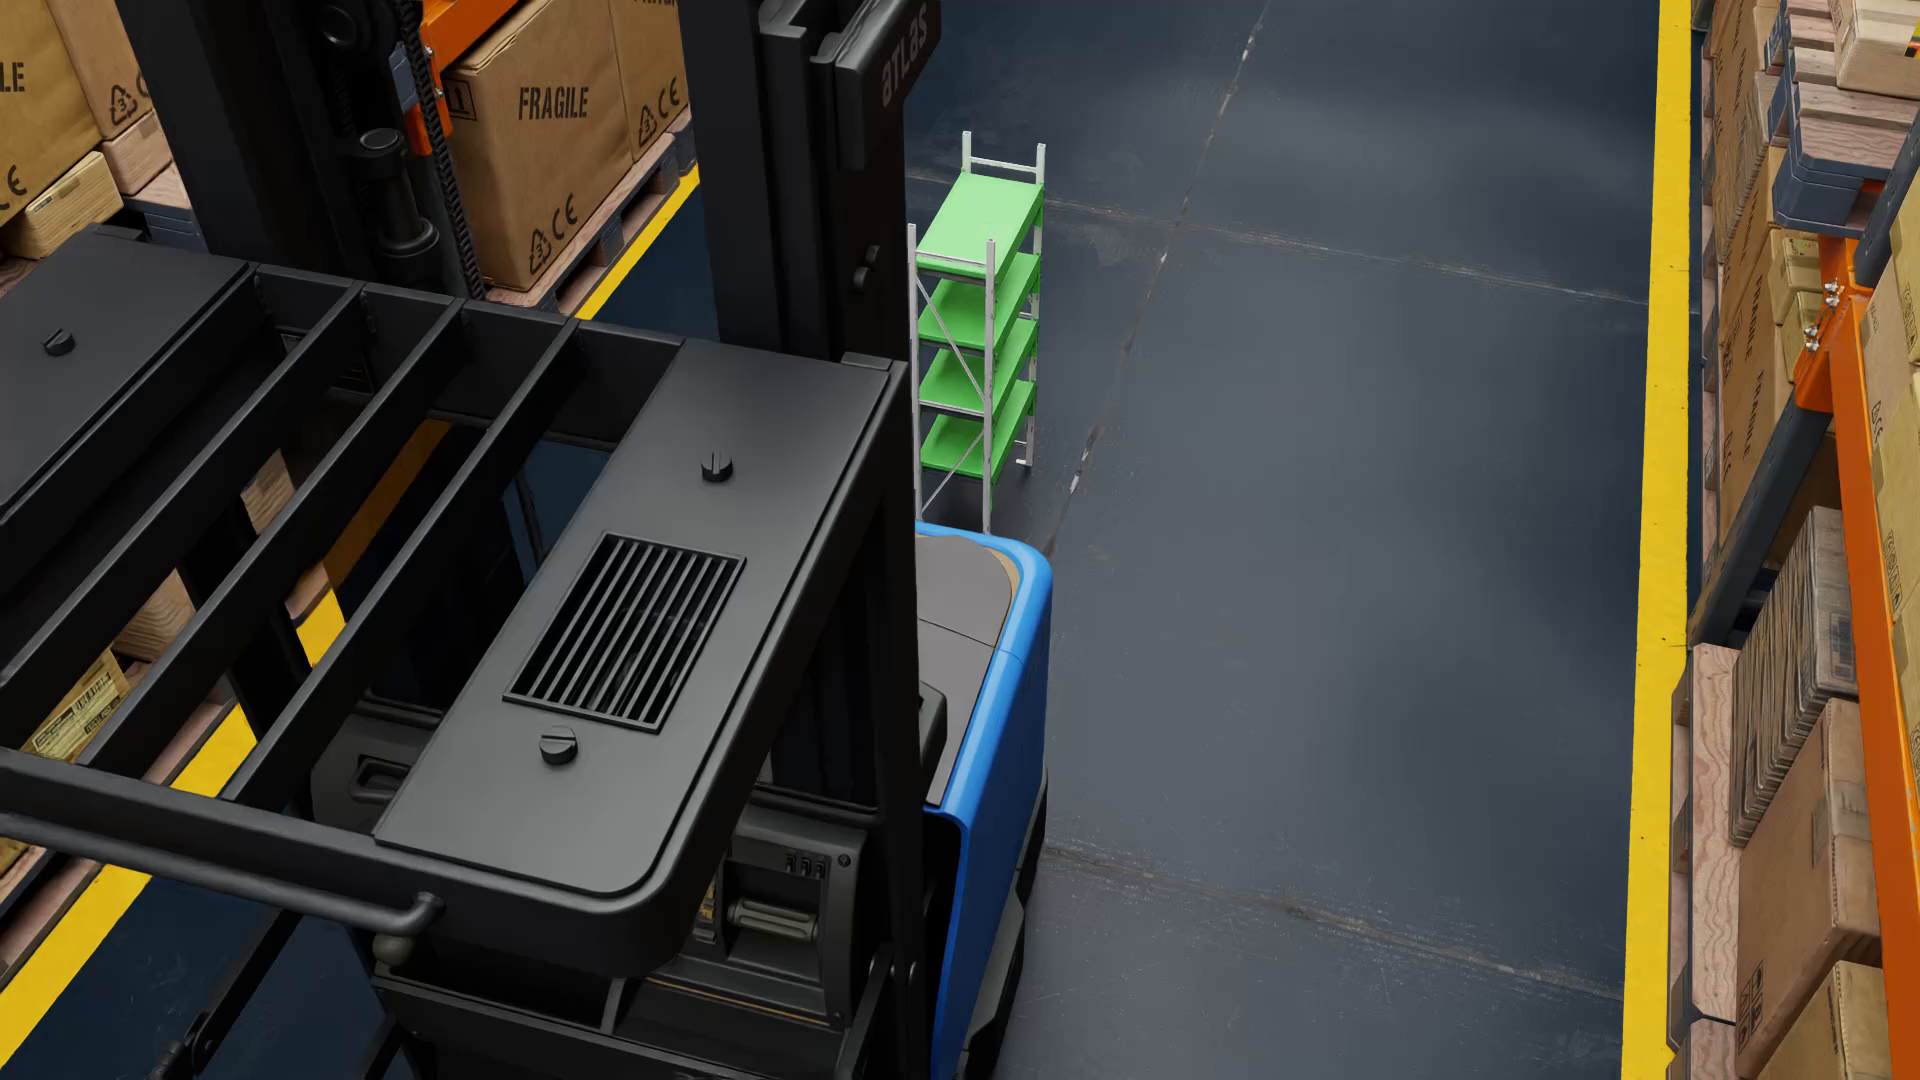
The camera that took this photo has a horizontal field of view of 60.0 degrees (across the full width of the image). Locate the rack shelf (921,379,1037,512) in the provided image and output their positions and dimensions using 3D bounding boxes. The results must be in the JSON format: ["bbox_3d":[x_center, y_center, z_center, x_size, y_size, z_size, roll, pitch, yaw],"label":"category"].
[{"bbox_3d":[0.050,-0.322,5.156,0.258,0.148,0.480,13,46,13],"label":"rack shelf"}]

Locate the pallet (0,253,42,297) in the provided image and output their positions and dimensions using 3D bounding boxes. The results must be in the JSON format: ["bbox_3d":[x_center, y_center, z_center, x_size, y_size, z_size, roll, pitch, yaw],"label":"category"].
[{"bbox_3d":[-2.652,-0.326,3.576,1.003,0.211,1.213,13,46,13],"label":"pallet"}]

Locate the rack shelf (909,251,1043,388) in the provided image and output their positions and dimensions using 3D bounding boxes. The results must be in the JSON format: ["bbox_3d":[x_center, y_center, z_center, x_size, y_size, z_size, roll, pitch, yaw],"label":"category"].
[{"bbox_3d":[0.050,-0.665,4.820,0.258,0.148,0.480,13,46,13],"label":"rack shelf"}]

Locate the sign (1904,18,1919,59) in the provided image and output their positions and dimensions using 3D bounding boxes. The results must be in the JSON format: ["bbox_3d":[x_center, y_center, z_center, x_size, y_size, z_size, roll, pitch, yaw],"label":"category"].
[{"bbox_3d":[2.120,-1.168,3.528,0.100,0.325,0.005,13,46,13],"label":"sign"}]

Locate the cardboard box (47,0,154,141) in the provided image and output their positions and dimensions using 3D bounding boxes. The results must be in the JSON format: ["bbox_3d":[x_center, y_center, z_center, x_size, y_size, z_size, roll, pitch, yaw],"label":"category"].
[{"bbox_3d":[-2.111,-1.306,3.856,0.500,0.500,0.500,12,46,12],"label":"cardboard box"}]

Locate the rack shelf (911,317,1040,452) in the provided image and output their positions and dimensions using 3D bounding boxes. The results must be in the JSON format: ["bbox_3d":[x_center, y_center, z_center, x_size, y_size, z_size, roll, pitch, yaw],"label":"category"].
[{"bbox_3d":[0.050,-0.494,4.988,0.258,0.148,0.480,13,46,13],"label":"rack shelf"}]

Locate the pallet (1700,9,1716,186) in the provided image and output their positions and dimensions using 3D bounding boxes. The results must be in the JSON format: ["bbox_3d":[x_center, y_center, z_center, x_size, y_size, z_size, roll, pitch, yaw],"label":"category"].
[{"bbox_3d":[3.641,-1.793,6.932,1.003,0.211,1.213,13,46,13],"label":"pallet"}]

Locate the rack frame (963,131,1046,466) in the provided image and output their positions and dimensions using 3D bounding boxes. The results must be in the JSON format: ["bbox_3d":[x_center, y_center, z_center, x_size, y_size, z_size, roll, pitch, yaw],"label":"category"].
[{"bbox_3d":[0.124,-0.702,5.109,0.240,1.200,0.015,13,46,13],"label":"rack frame"}]

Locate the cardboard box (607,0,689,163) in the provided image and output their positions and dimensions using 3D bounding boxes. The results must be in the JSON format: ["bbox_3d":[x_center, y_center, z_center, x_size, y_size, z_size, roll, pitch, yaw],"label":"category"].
[{"bbox_3d":[-1.529,-2.150,6.521,0.875,0.875,0.875,13,46,13],"label":"cardboard box"}]

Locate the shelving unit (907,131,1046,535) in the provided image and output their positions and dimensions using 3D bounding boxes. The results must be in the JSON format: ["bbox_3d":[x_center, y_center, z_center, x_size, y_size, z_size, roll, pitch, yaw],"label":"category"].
[{"bbox_3d":[0.050,-0.539,4.943,0.258,1.200,0.503,13,46,13],"label":"shelving unit"}]

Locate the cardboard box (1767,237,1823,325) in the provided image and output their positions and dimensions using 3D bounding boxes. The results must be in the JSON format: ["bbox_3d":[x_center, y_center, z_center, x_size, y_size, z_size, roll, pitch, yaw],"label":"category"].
[{"bbox_3d":[2.601,-0.734,4.879,0.380,0.149,0.250,10,45,10],"label":"cardboard box"}]

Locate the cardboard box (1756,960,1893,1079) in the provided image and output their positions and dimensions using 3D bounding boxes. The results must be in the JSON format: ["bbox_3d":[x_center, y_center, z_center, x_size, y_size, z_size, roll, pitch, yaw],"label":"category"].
[{"bbox_3d":[2.044,1.323,3.150,0.875,0.625,0.625,11,45,11],"label":"cardboard box"}]

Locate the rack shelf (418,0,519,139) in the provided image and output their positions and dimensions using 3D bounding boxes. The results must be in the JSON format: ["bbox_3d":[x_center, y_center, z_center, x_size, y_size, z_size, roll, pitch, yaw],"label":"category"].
[{"bbox_3d":[-1.486,-2.799,6.480,1.077,0.370,4.000,13,46,13],"label":"rack shelf"}]

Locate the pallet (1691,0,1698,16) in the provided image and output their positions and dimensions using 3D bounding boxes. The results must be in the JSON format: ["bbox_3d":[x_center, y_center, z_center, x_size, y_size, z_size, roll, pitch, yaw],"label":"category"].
[{"bbox_3d":[4.060,-2.801,7.962,1.003,0.211,1.213,13,46,13],"label":"pallet"}]

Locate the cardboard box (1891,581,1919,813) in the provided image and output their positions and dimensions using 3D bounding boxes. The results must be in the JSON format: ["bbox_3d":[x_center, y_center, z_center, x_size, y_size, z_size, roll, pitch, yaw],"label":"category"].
[{"bbox_3d":[1.966,0.303,2.903,0.500,0.250,0.500,11,45,11],"label":"cardboard box"}]

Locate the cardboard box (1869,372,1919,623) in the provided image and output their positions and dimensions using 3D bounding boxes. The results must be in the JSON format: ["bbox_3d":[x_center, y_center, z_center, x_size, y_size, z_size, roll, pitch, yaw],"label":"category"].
[{"bbox_3d":[2.116,-0.042,3.256,0.500,0.250,0.500,12,46,12],"label":"cardboard box"}]

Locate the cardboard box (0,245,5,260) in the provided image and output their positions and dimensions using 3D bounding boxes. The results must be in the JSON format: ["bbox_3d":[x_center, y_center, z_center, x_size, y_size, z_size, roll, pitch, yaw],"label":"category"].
[{"bbox_3d":[-2.363,-0.650,3.649,0.380,0.149,0.250,13,46,13],"label":"cardboard box"}]

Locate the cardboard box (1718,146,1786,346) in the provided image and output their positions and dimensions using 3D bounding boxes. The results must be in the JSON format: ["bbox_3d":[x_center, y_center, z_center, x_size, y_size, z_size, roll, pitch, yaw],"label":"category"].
[{"bbox_3d":[2.881,-0.939,5.552,0.500,0.500,0.500,14,46,14],"label":"cardboard box"}]

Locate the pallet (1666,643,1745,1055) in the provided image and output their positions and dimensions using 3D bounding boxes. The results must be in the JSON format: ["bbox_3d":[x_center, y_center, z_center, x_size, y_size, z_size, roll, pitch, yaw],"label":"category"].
[{"bbox_3d":[2.353,0.863,4.217,1.003,0.211,1.213,13,46,13],"label":"pallet"}]

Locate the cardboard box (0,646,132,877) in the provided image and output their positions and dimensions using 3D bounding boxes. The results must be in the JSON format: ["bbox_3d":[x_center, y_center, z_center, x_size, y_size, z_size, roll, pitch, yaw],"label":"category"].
[{"bbox_3d":[-2.723,0.439,4.236,0.950,0.372,0.625,14,46,14],"label":"cardboard box"}]

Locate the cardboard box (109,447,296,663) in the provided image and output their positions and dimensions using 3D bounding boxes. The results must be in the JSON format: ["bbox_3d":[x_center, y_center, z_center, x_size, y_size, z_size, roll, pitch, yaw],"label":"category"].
[{"bbox_3d":[-2.488,-0.066,4.751,0.950,0.372,0.625,12,46,12],"label":"cardboard box"}]

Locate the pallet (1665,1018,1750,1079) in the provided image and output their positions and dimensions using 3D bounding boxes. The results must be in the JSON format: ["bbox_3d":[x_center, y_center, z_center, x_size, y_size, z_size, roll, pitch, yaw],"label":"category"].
[{"bbox_3d":[1.982,1.674,3.389,1.003,0.211,1.213,13,46,13],"label":"pallet"}]

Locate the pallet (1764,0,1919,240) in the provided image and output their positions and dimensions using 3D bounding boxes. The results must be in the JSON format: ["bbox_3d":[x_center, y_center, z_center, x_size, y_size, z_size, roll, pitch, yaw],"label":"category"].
[{"bbox_3d":[2.778,-1.072,4.338,1.213,0.211,1.003,13,46,13],"label":"pallet"}]

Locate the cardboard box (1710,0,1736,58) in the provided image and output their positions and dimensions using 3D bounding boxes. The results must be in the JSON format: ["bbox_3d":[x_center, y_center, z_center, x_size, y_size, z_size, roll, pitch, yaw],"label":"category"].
[{"bbox_3d":[3.490,-2.322,6.965,0.500,0.500,0.500,14,46,14],"label":"cardboard box"}]

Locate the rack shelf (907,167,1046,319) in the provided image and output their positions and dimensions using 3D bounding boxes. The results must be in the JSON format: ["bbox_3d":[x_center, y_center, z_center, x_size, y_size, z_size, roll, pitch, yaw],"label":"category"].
[{"bbox_3d":[0.050,-0.837,4.652,0.258,0.148,0.480,13,46,13],"label":"rack shelf"}]

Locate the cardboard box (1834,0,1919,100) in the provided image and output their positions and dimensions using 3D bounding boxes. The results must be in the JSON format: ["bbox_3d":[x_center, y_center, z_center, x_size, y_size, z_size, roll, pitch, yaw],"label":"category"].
[{"bbox_3d":[2.473,-1.254,4.266,0.380,0.149,0.250,13,46,13],"label":"cardboard box"}]

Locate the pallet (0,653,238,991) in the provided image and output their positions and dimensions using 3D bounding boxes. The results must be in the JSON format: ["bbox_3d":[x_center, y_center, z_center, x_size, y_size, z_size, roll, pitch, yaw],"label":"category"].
[{"bbox_3d":[-2.701,0.605,4.481,1.003,0.211,1.213,13,46,13],"label":"pallet"}]

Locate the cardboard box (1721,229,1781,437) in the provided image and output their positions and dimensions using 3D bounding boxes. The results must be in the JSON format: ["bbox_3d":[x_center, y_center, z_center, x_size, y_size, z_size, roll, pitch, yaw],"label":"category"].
[{"bbox_3d":[2.725,-0.590,5.195,0.500,0.500,0.500,12,46,12],"label":"cardboard box"}]

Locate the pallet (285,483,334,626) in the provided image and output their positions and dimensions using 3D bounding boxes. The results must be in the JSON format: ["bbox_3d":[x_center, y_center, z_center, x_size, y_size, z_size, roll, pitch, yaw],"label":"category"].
[{"bbox_3d":[-2.330,-0.206,5.309,1.003,0.211,1.213,13,46,13],"label":"pallet"}]

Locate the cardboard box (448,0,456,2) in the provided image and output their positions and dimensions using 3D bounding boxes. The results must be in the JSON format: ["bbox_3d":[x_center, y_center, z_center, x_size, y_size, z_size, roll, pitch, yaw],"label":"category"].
[{"bbox_3d":[-1.704,-1.942,5.197,0.500,0.250,0.500,12,46,12],"label":"cardboard box"}]

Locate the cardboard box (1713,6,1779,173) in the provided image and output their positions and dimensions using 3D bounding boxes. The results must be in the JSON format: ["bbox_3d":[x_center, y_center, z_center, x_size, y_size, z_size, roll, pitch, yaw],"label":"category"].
[{"bbox_3d":[3.183,-1.633,6.262,0.500,0.500,0.500,11,45,11],"label":"cardboard box"}]

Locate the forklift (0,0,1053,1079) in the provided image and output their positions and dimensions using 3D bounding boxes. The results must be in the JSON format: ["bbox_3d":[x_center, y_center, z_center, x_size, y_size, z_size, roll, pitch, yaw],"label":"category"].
[{"bbox_3d":[-0.660,0.637,2.503,1.130,2.935,3.031,11,45,11],"label":"forklift"}]

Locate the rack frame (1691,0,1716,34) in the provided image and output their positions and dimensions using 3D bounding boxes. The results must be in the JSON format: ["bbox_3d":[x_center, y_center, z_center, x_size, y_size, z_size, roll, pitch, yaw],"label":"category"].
[{"bbox_3d":[3.851,-3.340,6.519,1.000,3.000,0.127,13,46,13],"label":"rack frame"}]

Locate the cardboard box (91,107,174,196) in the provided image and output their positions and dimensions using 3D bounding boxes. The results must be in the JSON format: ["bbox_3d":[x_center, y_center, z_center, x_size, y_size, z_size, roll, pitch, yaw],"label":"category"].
[{"bbox_3d":[-2.097,-0.977,3.983,0.380,0.149,0.250,11,45,11],"label":"cardboard box"}]

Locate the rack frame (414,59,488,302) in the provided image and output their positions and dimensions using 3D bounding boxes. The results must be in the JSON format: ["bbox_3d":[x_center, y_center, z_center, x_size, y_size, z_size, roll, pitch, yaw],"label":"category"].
[{"bbox_3d":[-2.092,-1.723,4.866,1.000,3.000,0.127,13,46,13],"label":"rack frame"}]

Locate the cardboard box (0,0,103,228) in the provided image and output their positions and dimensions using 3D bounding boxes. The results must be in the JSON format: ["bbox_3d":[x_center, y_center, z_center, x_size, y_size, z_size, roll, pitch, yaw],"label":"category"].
[{"bbox_3d":[-2.262,-0.970,3.512,0.500,0.500,0.500,10,45,10],"label":"cardboard box"}]

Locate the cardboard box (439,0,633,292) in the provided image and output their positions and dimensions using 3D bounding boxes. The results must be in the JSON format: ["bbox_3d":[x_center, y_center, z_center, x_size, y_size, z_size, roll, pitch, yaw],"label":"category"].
[{"bbox_3d":[-1.803,-1.556,5.915,0.875,0.875,0.875,12,46,12],"label":"cardboard box"}]

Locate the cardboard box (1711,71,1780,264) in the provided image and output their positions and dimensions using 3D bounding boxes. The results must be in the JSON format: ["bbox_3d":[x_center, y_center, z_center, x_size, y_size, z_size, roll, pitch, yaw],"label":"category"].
[{"bbox_3d":[3.020,-1.289,5.910,0.500,0.500,0.500,11,45,11],"label":"cardboard box"}]

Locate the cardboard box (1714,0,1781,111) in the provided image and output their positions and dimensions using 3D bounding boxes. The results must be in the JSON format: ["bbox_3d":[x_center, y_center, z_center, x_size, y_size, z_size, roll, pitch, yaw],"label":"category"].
[{"bbox_3d":[3.338,-1.965,6.601,0.500,0.500,0.500,12,46,12],"label":"cardboard box"}]

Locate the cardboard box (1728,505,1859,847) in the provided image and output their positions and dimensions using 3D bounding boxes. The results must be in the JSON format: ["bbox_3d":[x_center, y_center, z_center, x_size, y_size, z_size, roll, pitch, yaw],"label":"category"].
[{"bbox_3d":[2.438,0.437,4.056,0.875,0.625,0.625,14,46,14],"label":"cardboard box"}]

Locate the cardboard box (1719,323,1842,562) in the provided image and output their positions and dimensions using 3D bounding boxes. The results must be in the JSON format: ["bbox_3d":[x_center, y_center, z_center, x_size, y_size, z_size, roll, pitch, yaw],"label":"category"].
[{"bbox_3d":[2.563,-0.258,4.856,0.500,0.500,0.500,14,46,14],"label":"cardboard box"}]

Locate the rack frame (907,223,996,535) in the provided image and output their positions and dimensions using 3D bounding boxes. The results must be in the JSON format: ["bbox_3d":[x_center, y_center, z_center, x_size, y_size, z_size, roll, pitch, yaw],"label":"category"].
[{"bbox_3d":[-0.024,-0.377,4.777,0.240,1.200,0.015,13,46,13],"label":"rack frame"}]

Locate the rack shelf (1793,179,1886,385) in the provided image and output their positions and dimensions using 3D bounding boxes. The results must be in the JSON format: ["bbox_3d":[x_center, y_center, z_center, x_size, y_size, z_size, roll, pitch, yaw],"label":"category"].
[{"bbox_3d":[3.246,-1.750,5.408,1.077,0.370,4.000,13,46,13],"label":"rack shelf"}]

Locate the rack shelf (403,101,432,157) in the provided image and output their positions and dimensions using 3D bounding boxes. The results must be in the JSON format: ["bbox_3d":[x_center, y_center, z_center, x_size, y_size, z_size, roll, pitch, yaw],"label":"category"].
[{"bbox_3d":[-2.698,-0.133,3.755,1.077,0.370,4.000,13,46,13],"label":"rack shelf"}]

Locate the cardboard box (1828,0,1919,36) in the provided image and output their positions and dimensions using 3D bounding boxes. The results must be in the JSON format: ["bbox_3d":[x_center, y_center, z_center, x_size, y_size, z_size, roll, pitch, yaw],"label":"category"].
[{"bbox_3d":[2.651,-1.542,4.488,0.500,0.250,0.500,11,45,11],"label":"cardboard box"}]

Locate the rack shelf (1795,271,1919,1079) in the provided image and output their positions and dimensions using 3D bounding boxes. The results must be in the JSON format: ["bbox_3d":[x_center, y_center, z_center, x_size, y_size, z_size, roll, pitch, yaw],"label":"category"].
[{"bbox_3d":[2.034,0.916,2.683,1.077,0.370,4.000,13,46,13],"label":"rack shelf"}]

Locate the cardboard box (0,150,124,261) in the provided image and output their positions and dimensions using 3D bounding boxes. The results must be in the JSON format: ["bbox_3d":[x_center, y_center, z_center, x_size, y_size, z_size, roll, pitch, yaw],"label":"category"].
[{"bbox_3d":[-2.167,-0.791,3.793,0.380,0.149,0.250,13,46,13],"label":"cardboard box"}]

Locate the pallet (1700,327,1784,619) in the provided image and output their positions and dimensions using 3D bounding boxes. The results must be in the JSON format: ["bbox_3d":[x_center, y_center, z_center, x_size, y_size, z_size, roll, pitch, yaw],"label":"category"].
[{"bbox_3d":[2.902,-0.167,5.270,1.003,0.211,1.213,13,46,13],"label":"pallet"}]

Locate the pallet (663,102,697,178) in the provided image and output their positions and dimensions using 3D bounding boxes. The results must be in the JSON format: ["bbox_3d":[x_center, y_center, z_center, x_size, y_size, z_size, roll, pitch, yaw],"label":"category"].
[{"bbox_3d":[-1.410,-2.046,7.190,1.003,0.211,1.213,13,46,13],"label":"pallet"}]

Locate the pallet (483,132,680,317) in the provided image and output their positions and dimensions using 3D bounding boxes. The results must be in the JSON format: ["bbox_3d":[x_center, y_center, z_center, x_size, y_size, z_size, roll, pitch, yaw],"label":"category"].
[{"bbox_3d":[-1.781,-1.236,6.362,1.003,0.211,1.213,13,46,13],"label":"pallet"}]

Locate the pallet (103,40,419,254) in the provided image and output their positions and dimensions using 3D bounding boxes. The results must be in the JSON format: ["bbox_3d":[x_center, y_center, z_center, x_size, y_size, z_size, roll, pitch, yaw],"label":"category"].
[{"bbox_3d":[-2.206,-1.157,4.425,1.213,0.211,1.003,13,46,13],"label":"pallet"}]

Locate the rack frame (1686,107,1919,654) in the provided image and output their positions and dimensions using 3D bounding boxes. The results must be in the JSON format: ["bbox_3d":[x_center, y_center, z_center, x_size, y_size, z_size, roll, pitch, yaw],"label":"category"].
[{"bbox_3d":[2.640,-0.674,3.794,1.000,3.000,0.127,13,46,13],"label":"rack frame"}]

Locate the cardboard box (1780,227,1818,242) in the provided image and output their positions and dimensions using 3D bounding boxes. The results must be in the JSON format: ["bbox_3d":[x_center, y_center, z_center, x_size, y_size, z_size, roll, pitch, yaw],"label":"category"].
[{"bbox_3d":[2.723,-0.900,5.048,0.380,0.149,0.250,11,45,11],"label":"cardboard box"}]

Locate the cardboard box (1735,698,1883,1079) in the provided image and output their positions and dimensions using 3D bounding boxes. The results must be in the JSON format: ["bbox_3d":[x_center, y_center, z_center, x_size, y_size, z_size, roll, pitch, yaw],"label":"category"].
[{"bbox_3d":[2.248,0.875,3.609,0.875,0.625,0.625,14,46,14],"label":"cardboard box"}]

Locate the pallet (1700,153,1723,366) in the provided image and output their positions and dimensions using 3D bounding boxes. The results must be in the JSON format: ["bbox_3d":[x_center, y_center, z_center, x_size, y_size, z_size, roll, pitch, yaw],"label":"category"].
[{"bbox_3d":[3.273,-0.978,6.098,1.003,0.211,1.213,13,46,13],"label":"pallet"}]

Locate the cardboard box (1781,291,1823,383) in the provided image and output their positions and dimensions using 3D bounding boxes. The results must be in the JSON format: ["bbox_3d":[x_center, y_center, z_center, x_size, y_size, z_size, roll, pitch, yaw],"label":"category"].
[{"bbox_3d":[2.548,-0.545,4.686,0.380,0.149,0.250,10,45,11],"label":"cardboard box"}]

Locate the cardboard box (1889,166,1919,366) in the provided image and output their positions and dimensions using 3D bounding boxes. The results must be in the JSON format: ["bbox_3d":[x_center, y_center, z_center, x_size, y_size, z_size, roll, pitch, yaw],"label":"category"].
[{"bbox_3d":[2.249,-0.560,3.428,0.500,0.250,0.500,12,46,12],"label":"cardboard box"}]

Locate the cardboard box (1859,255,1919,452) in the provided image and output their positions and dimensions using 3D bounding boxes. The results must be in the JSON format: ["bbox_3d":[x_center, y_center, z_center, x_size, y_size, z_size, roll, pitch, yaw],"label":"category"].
[{"bbox_3d":[2.273,-0.376,3.597,0.500,0.250,0.500,13,46,13],"label":"cardboard box"}]

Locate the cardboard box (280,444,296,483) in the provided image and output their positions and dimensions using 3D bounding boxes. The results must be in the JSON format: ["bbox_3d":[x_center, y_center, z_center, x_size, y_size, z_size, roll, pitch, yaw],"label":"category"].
[{"bbox_3d":[-2.272,-0.559,5.255,0.950,0.372,0.625,10,45,10],"label":"cardboard box"}]
